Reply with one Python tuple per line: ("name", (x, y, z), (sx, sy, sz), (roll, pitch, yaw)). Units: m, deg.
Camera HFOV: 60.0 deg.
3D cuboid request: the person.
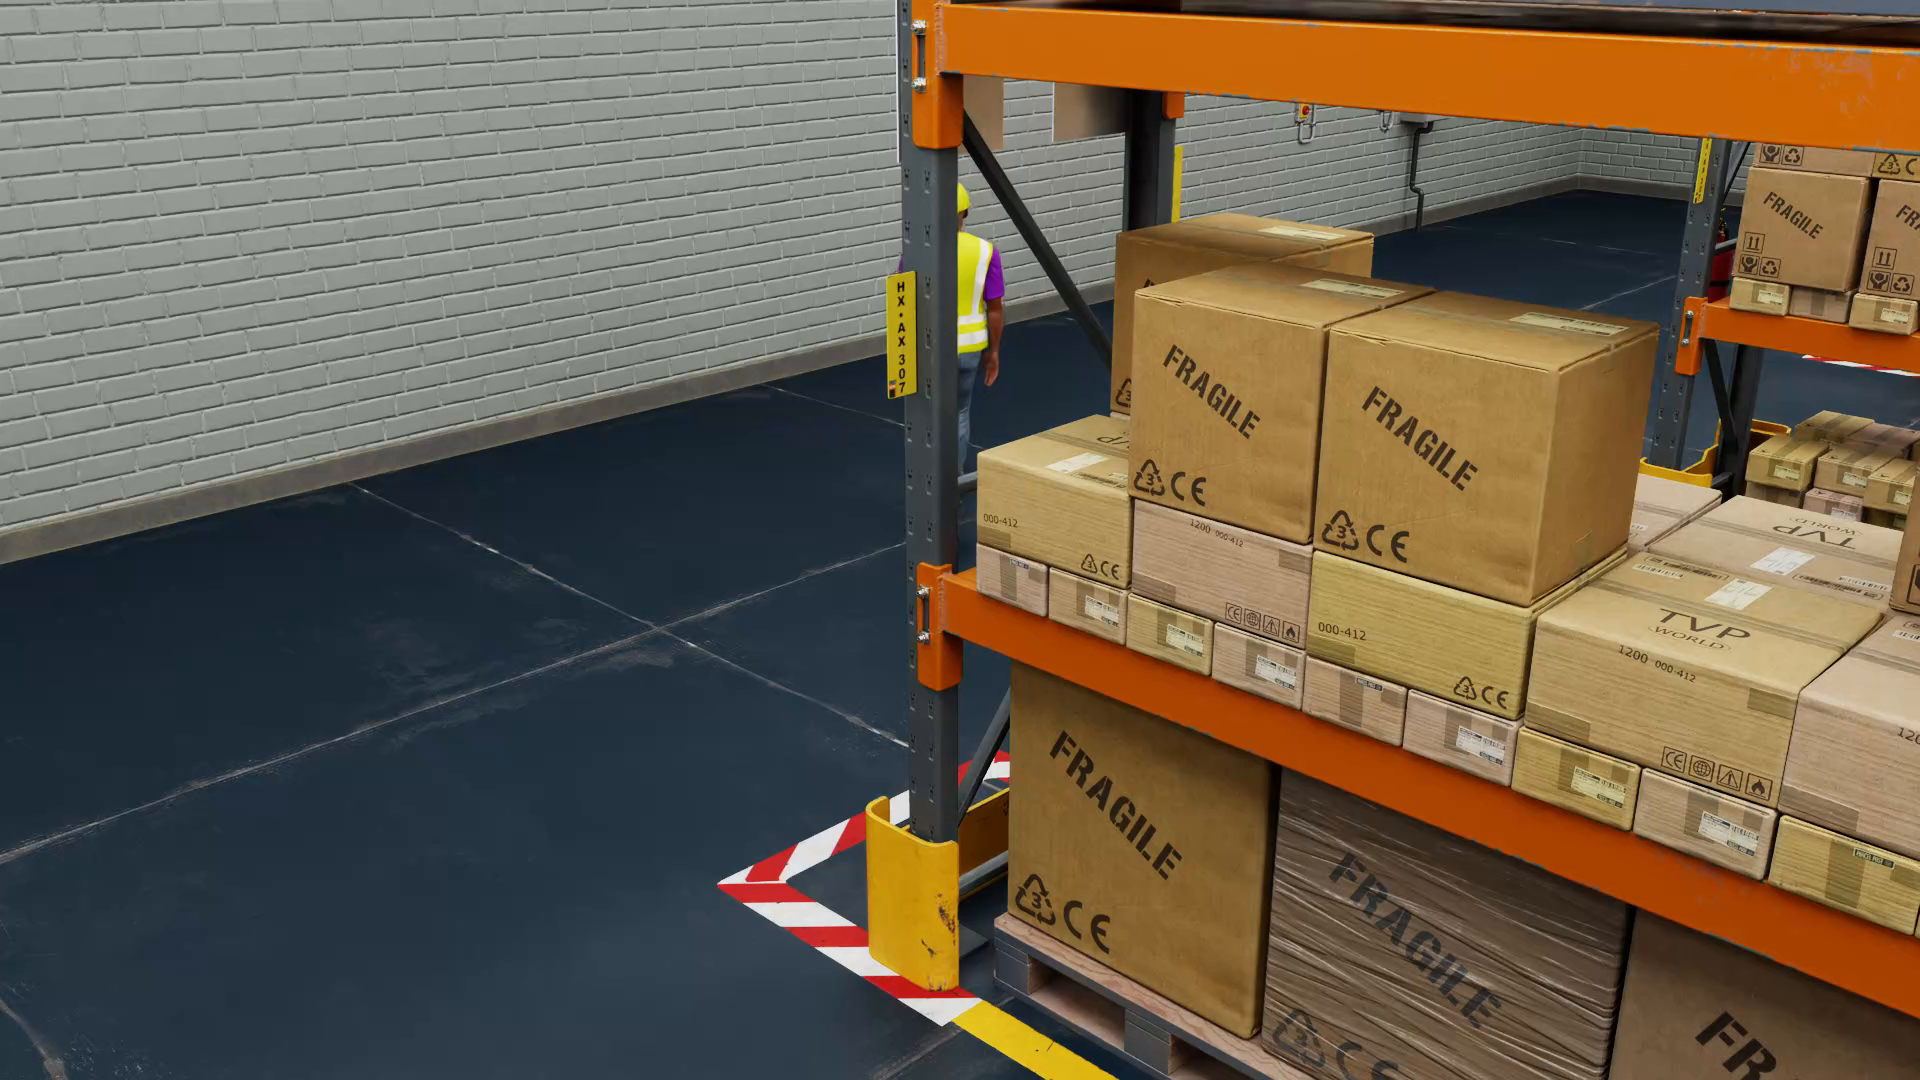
("person", (-0.065, -1.001, 8.701), (0.582, 1.750, 0.820), (-5, 21, -13))
